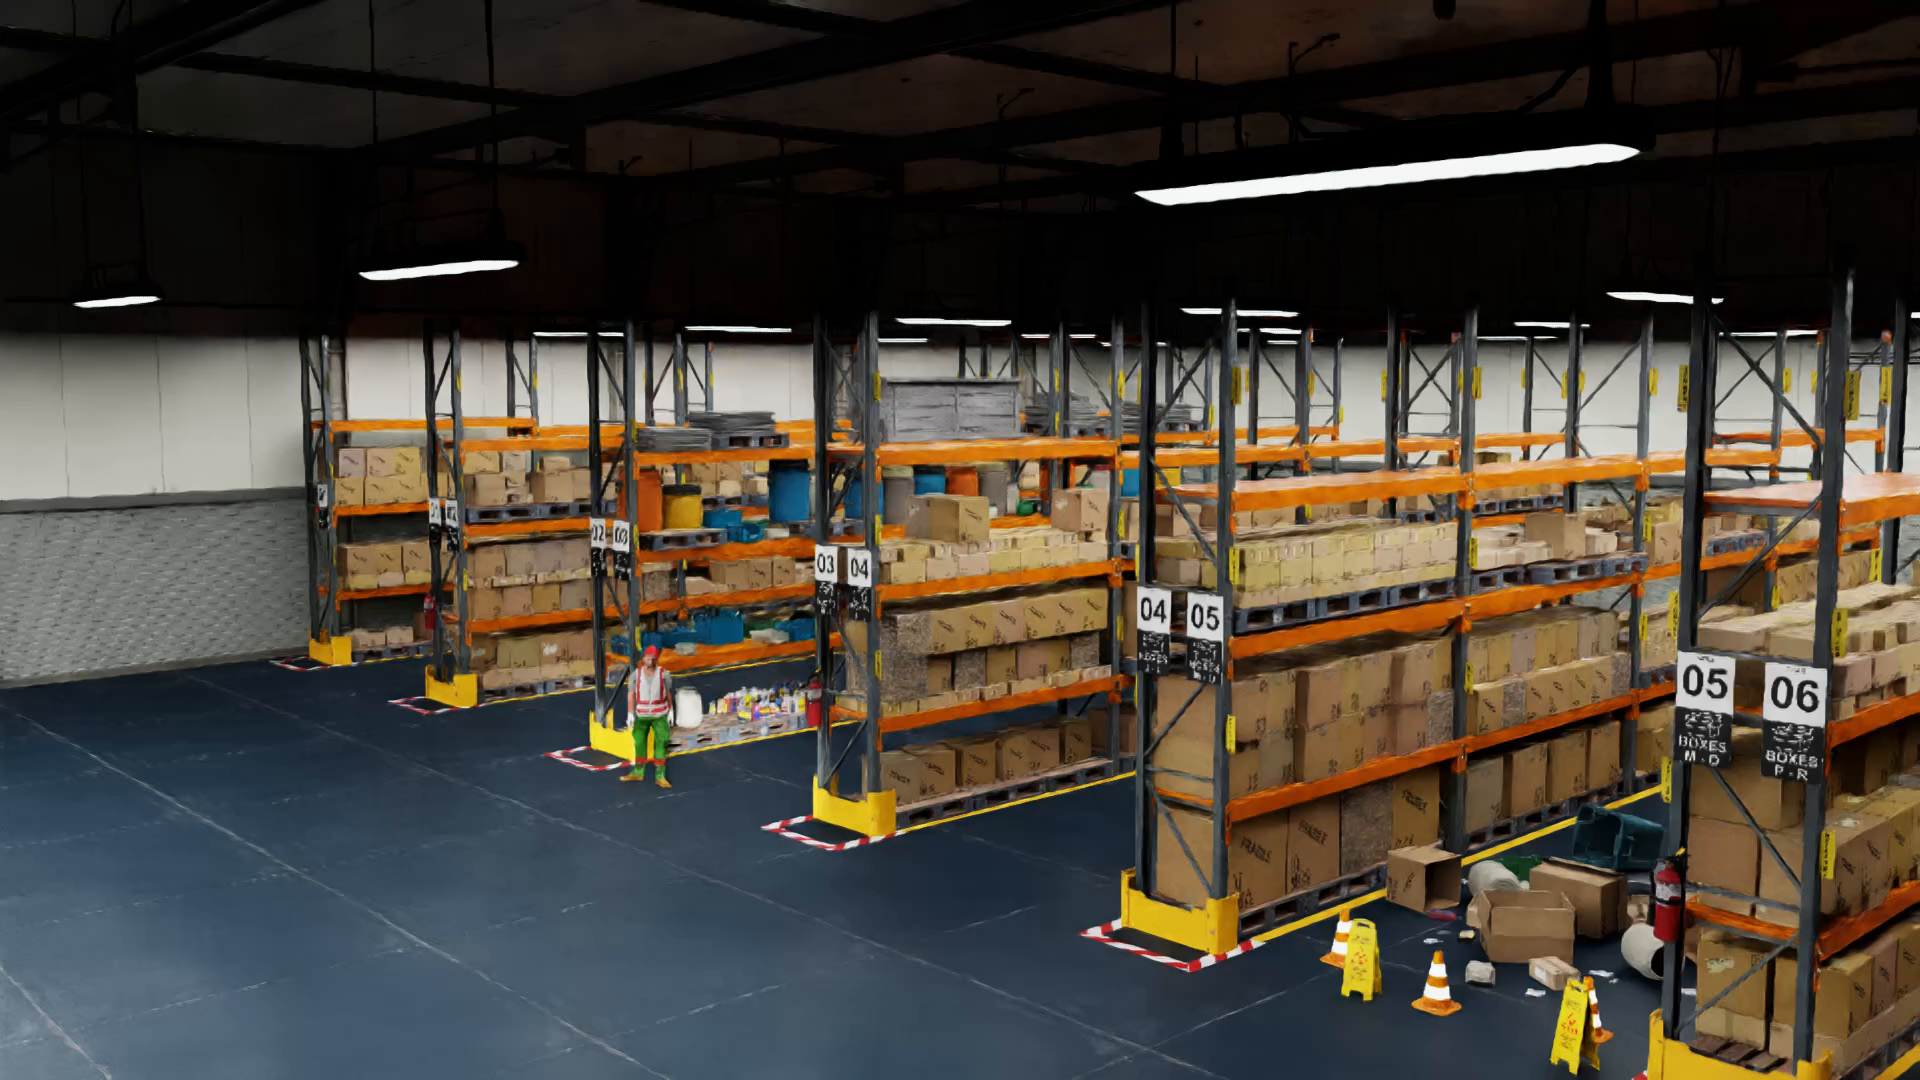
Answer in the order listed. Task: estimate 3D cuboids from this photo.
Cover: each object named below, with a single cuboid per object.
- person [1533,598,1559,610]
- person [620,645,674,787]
[{"bbox_3d":[9.436,1.602,26.763,1.122,1.706,0.566,-5,8,-41],"label":"person"},{"bbox_3d":[-3.933,2.185,20.780,0.697,1.789,0.480,0,6,-2],"label":"person"}]
